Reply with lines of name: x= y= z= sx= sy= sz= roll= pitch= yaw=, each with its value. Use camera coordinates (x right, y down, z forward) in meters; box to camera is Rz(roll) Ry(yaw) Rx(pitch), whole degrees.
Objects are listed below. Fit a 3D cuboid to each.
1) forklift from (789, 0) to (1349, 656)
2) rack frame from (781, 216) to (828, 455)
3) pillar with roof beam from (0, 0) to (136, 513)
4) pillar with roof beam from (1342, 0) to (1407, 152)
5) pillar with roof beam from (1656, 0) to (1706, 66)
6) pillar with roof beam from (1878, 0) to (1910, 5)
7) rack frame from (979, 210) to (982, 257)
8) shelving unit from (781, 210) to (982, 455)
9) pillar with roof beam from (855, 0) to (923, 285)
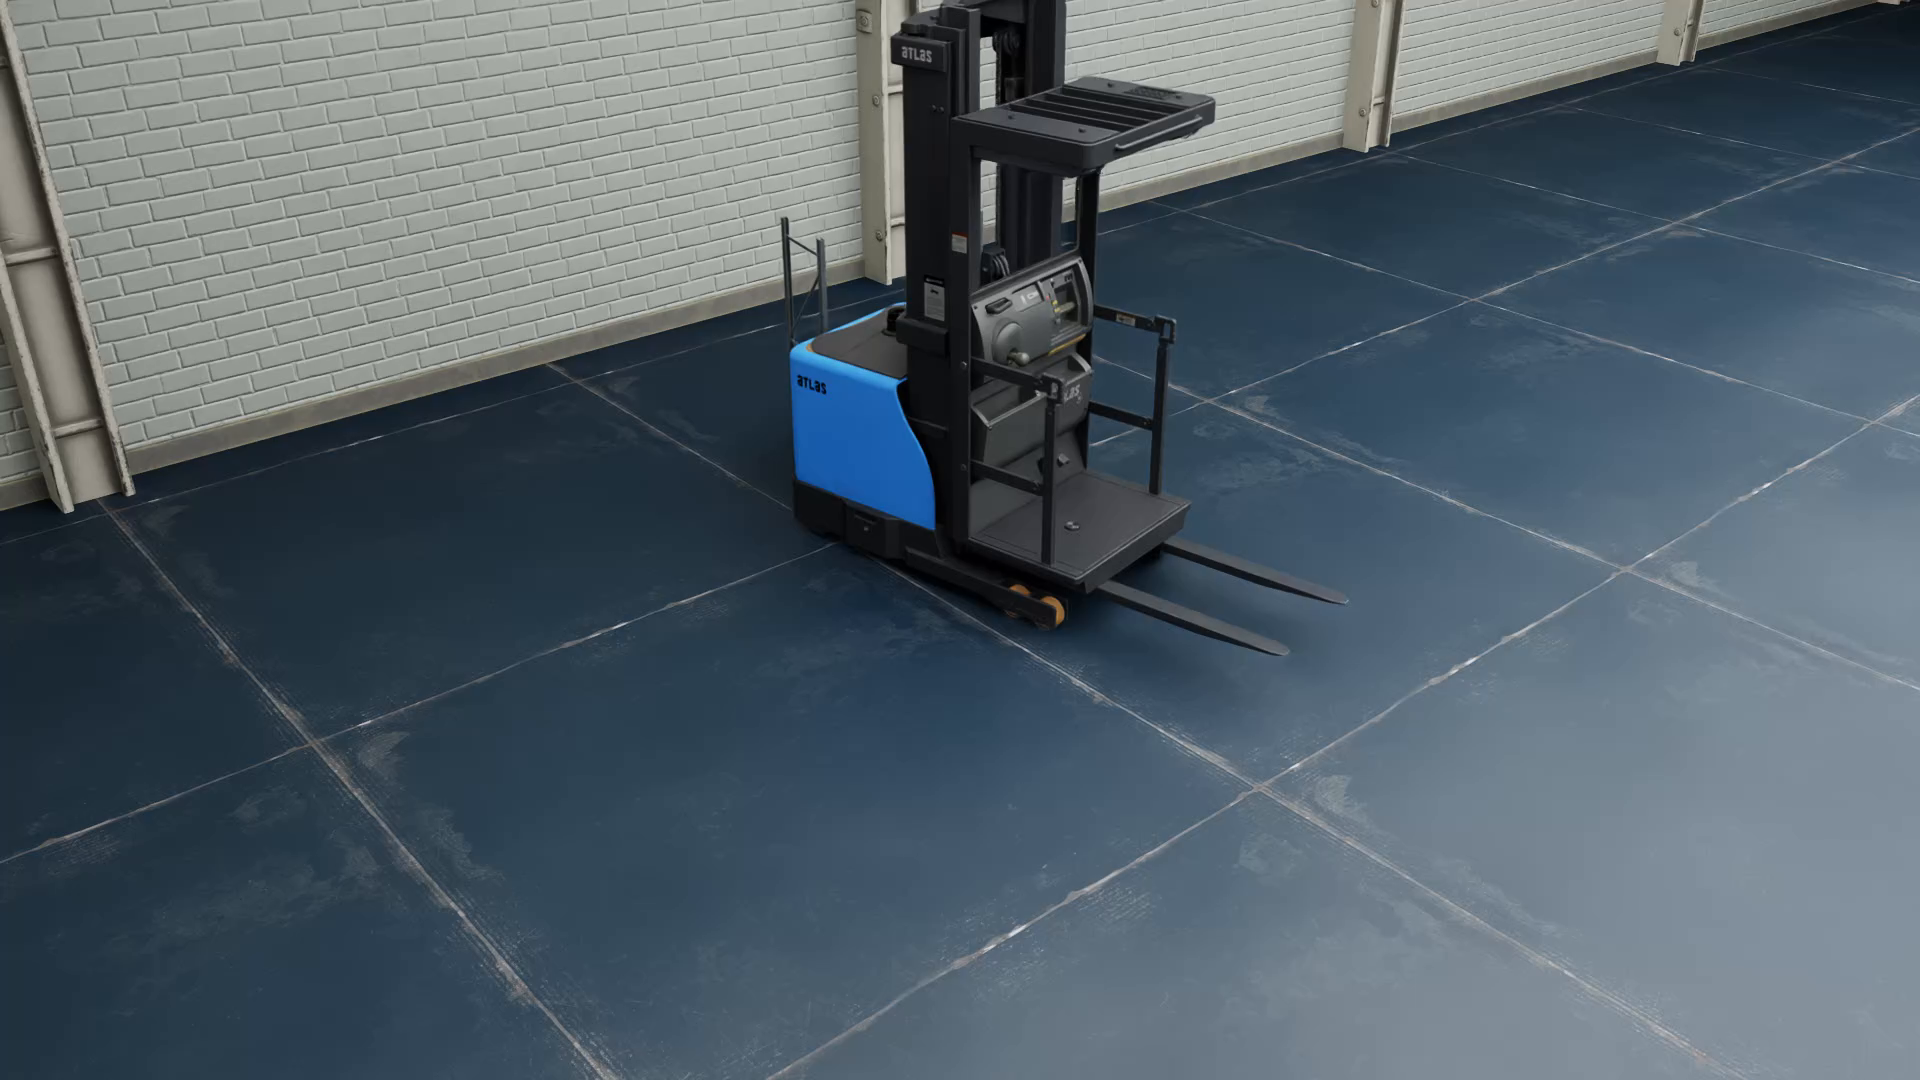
forklift: x=0.535 y=-1.122 z=8.240 sx=3.031 sy=2.935 sz=1.130 roll=20 pitch=34 yaw=33
rack frame: x=-0.886 y=-1.091 z=9.699 sx=0.032 sy=1.500 sz=0.500 roll=-16 pitch=32 yaw=-27
pillar with roof beam: x=-2.292 y=-2.692 z=4.739 sx=0.400 sy=9.000 sz=9.100 roll=-22 pitch=35 yaw=-35
pillar with roof beam: x=6.837 y=-6.363 z=11.609 sx=0.400 sy=9.000 sz=9.100 roll=-22 pitch=35 yaw=-35
pillar with roof beam: x=11.402 y=-8.198 z=15.043 sx=0.400 sy=9.000 sz=9.100 roll=-22 pitch=35 yaw=-35
pillar with roof beam: x=15.966 y=-10.034 z=18.478 sx=0.400 sy=9.000 sz=9.100 roll=-22 pitch=35 yaw=-35
rack frame: x=-0.014 y=-1.338 z=10.160 sx=0.032 sy=1.500 sz=0.500 roll=-16 pitch=32 yaw=-27
shelving unit: x=-0.450 y=-1.214 z=9.930 sx=1.048 sy=1.500 sz=0.538 roll=-16 pitch=32 yaw=-27
pillar with roof beam: x=2.273 y=-4.527 z=8.174 sx=0.400 sy=9.000 sz=9.100 roll=-22 pitch=35 yaw=-35
